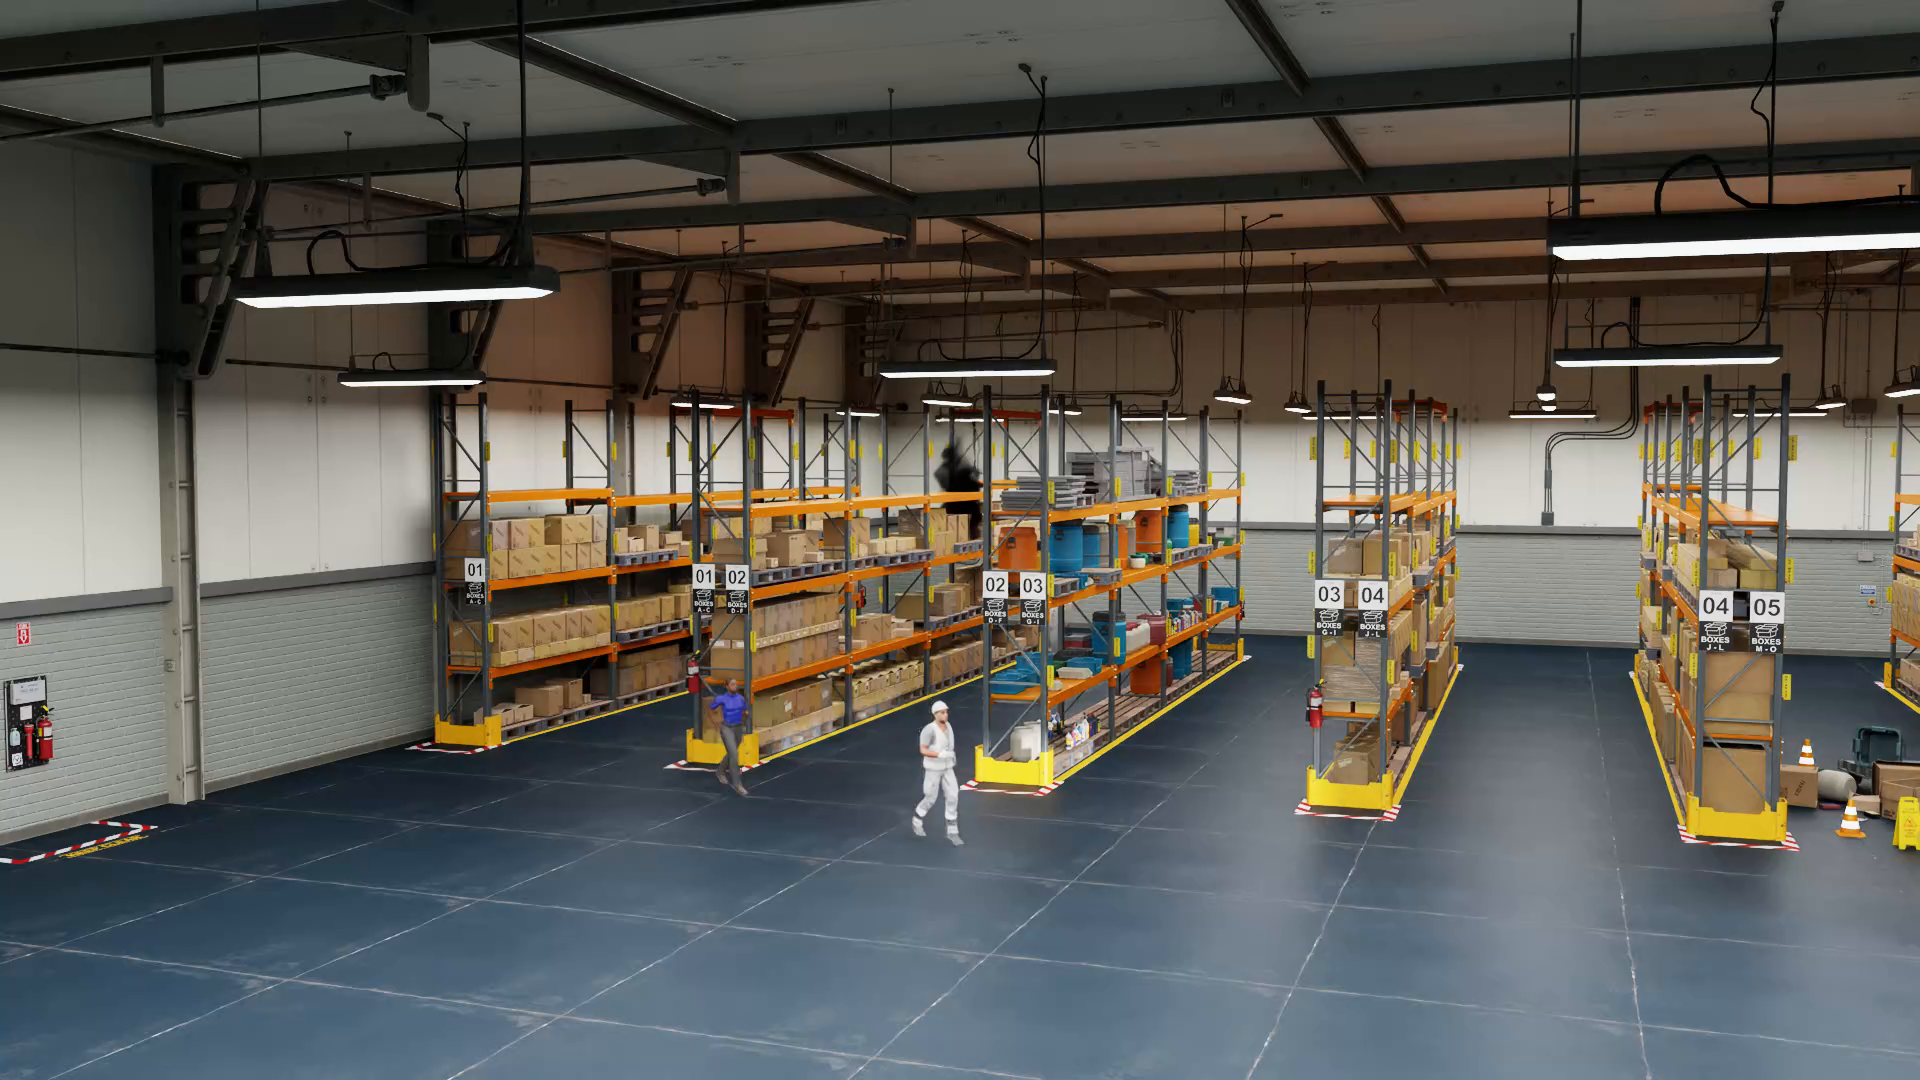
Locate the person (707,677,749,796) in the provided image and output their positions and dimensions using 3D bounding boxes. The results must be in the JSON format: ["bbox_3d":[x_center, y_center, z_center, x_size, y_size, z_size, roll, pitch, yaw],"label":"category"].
[{"bbox_3d":[-3.362,2.856,24.478,0.839,1.686,0.560,3,4,43],"label":"person"}]

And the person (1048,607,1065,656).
[{"bbox_3d":[1.983,1.920,36.358,0.643,1.887,0.773,1,3,12],"label":"person"}]

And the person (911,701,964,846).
[{"bbox_3d":[-0.284,2.972,21.295,0.683,1.844,0.817,-3,4,-44],"label":"person"}]
